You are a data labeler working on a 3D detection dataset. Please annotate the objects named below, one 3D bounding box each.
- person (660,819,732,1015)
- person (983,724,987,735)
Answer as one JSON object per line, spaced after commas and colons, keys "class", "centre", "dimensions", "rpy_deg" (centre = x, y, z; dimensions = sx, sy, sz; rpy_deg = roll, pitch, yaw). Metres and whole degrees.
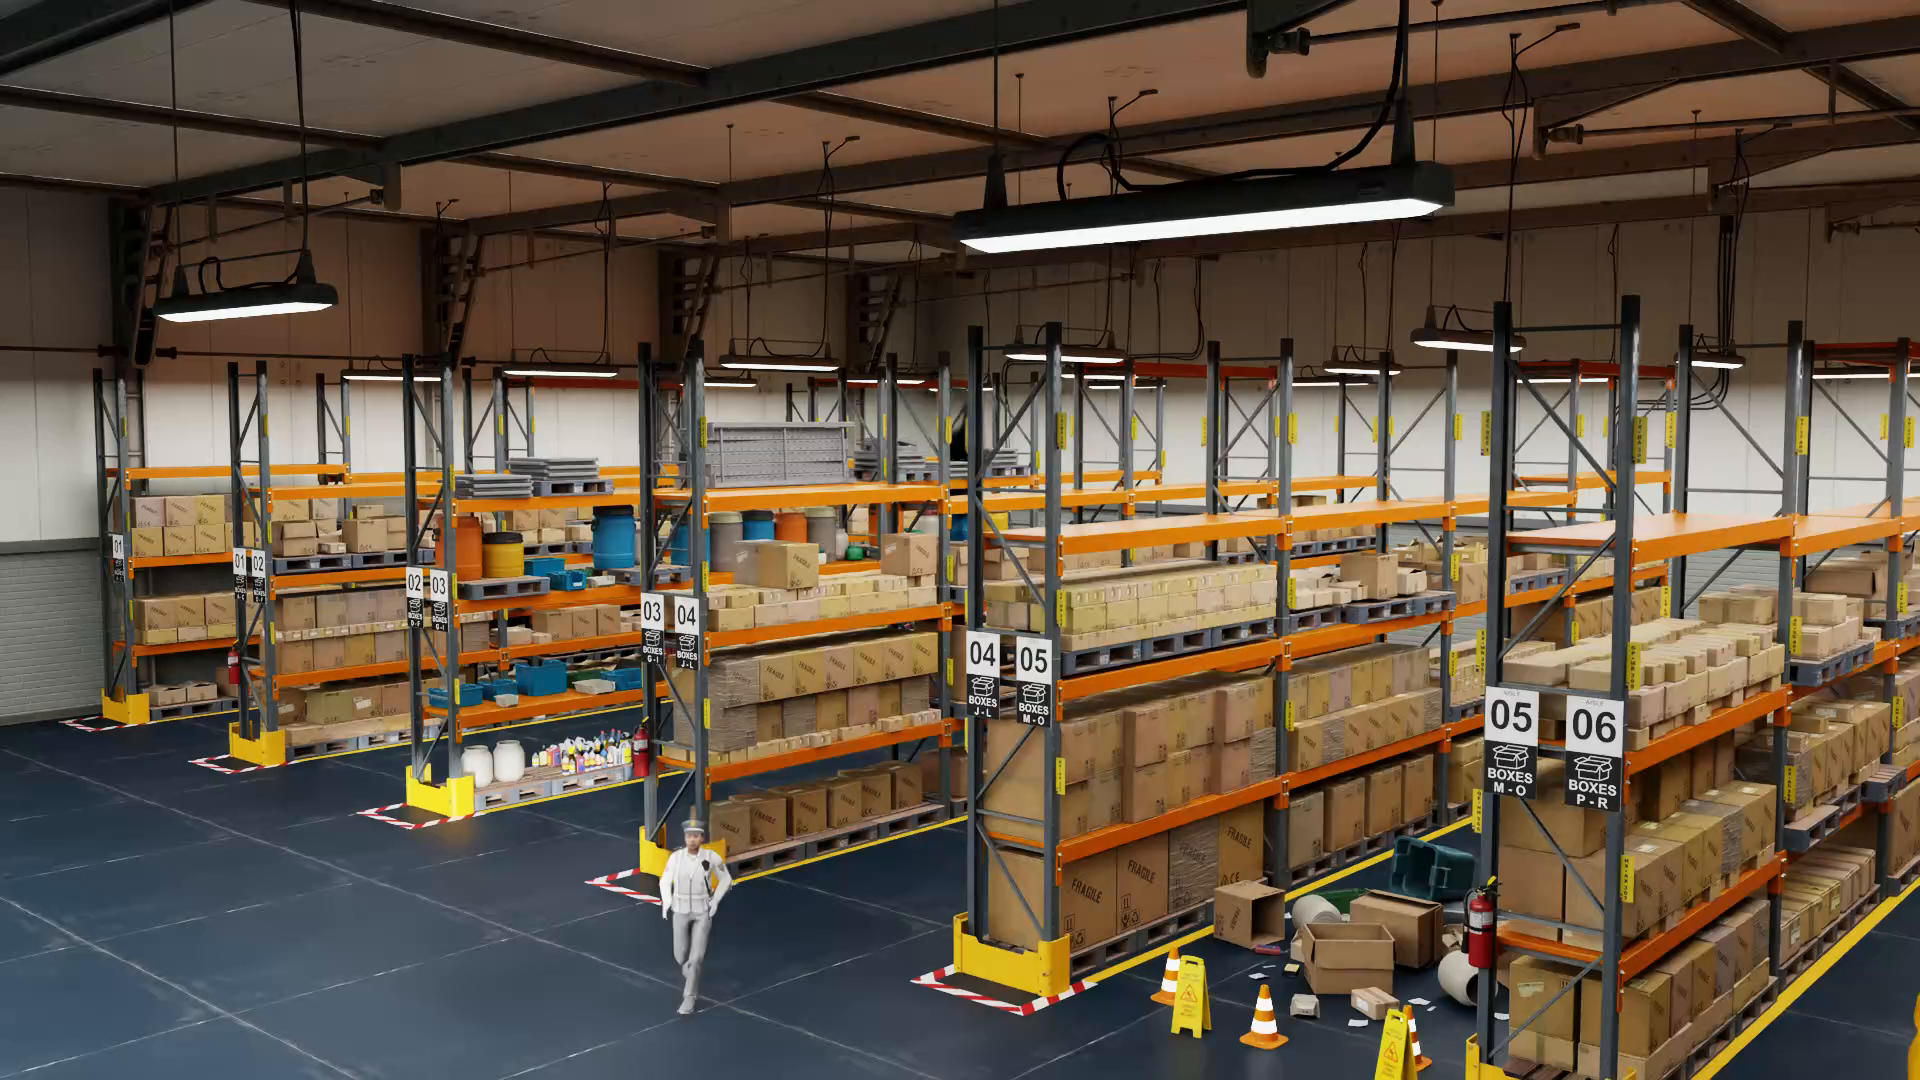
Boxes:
{"class": "person", "centre": [-2.337, 3.273, 14.679], "dimensions": [0.633, 1.665, 0.692], "rpy_deg": [0, 4, 0]}
{"class": "person", "centre": [0.528, 2.493, 25.402], "dimensions": [0.586, 1.602, 0.584], "rpy_deg": [4, 6, 44]}
